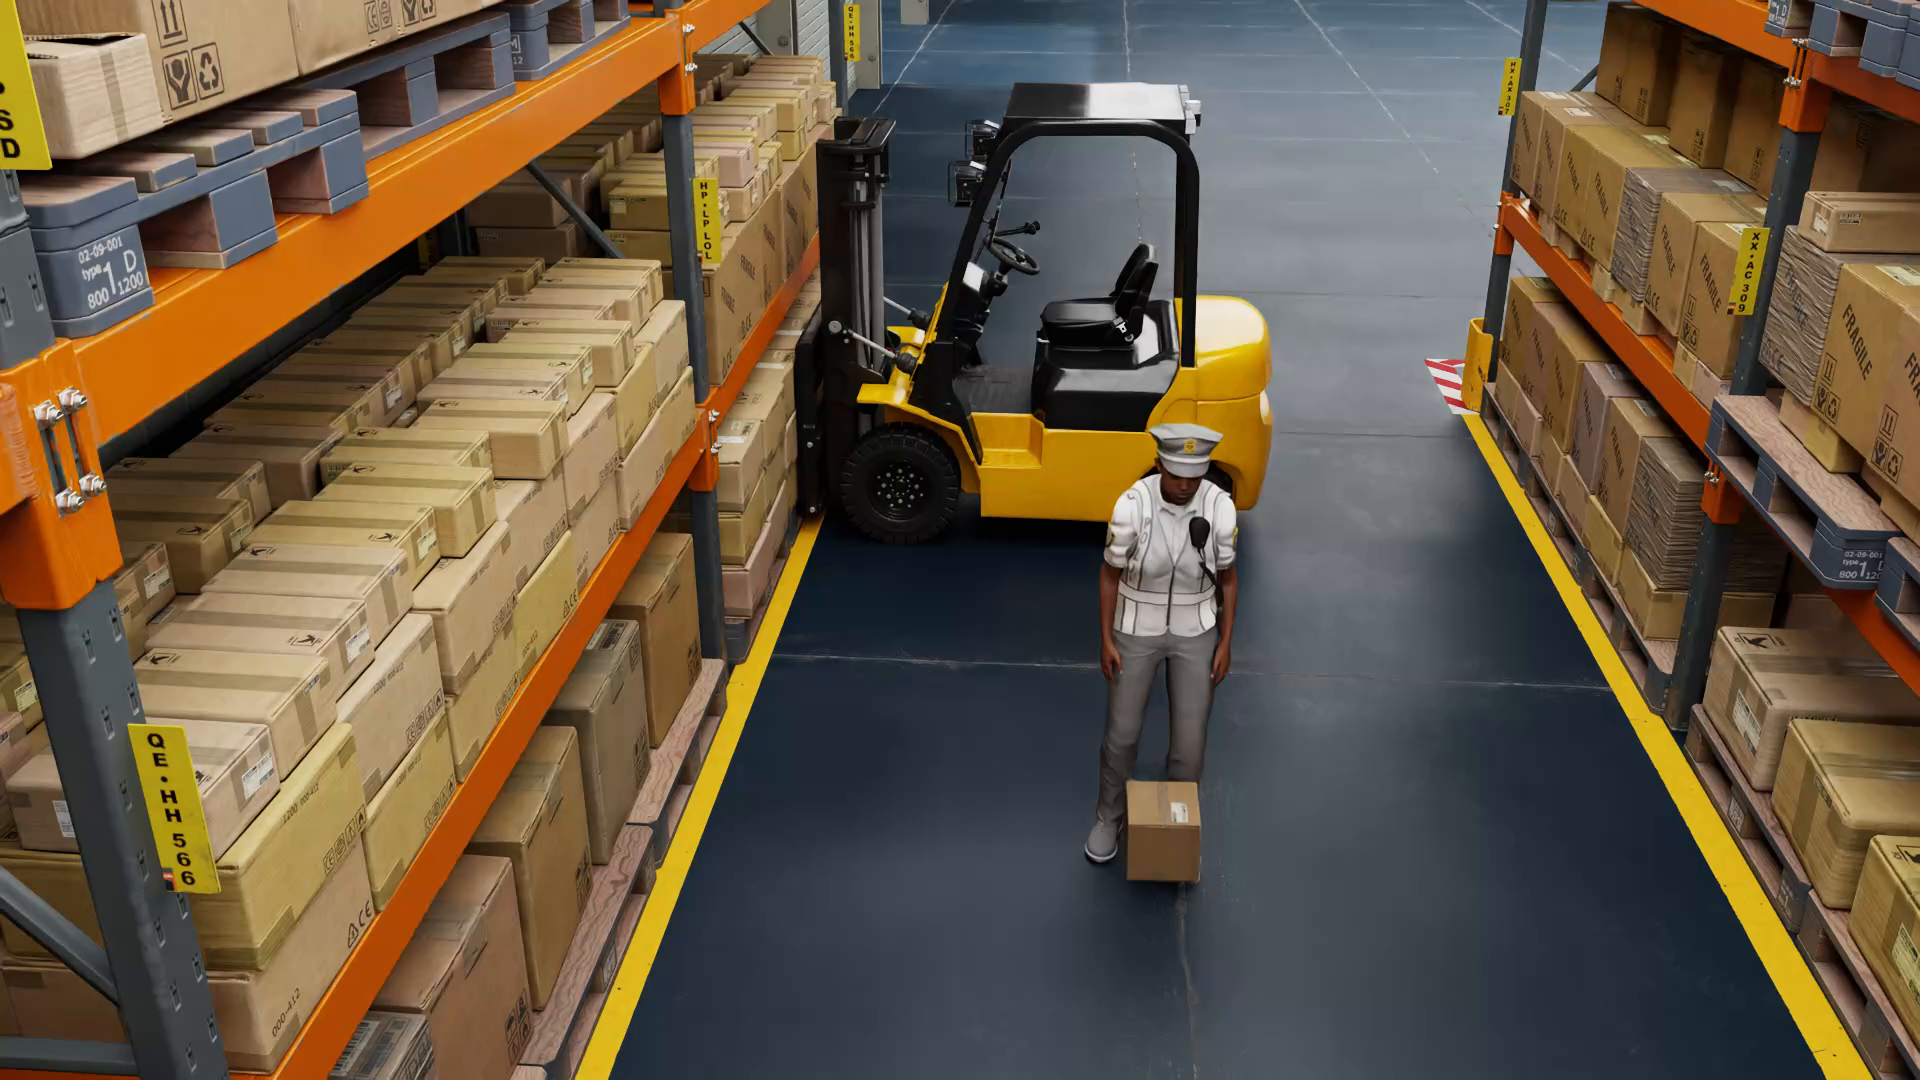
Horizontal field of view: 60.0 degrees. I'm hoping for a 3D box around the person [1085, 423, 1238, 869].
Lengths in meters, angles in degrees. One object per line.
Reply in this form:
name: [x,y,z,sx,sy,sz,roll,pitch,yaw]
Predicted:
person: [0.712,0.363,5.814,0.503,1.661,0.424,1,25,2]
